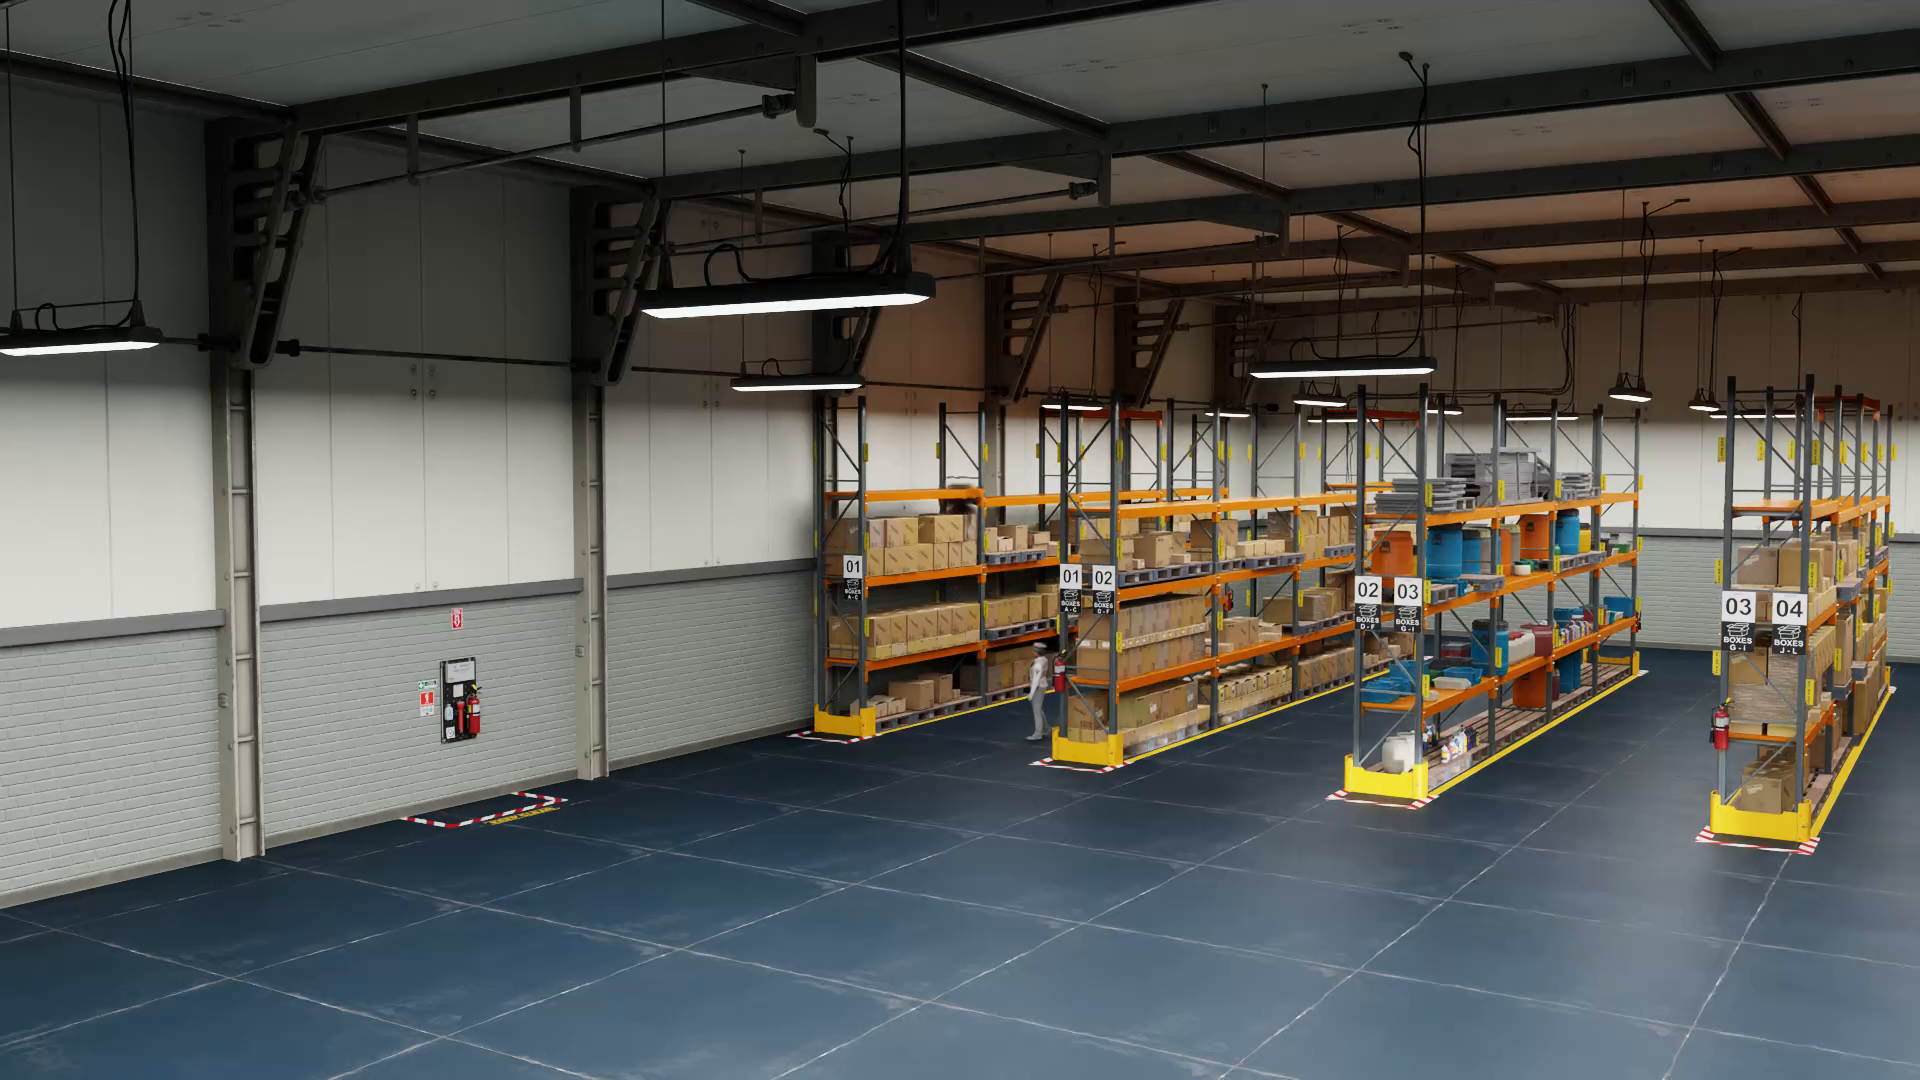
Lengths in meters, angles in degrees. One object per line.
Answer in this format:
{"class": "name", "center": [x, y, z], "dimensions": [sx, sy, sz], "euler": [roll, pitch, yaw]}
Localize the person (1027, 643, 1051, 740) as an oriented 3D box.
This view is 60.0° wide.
{"class": "person", "center": [1.390, 2.644, 29.110], "dimensions": [0.397, 1.682, 0.567], "euler": [1, 3, 10]}
